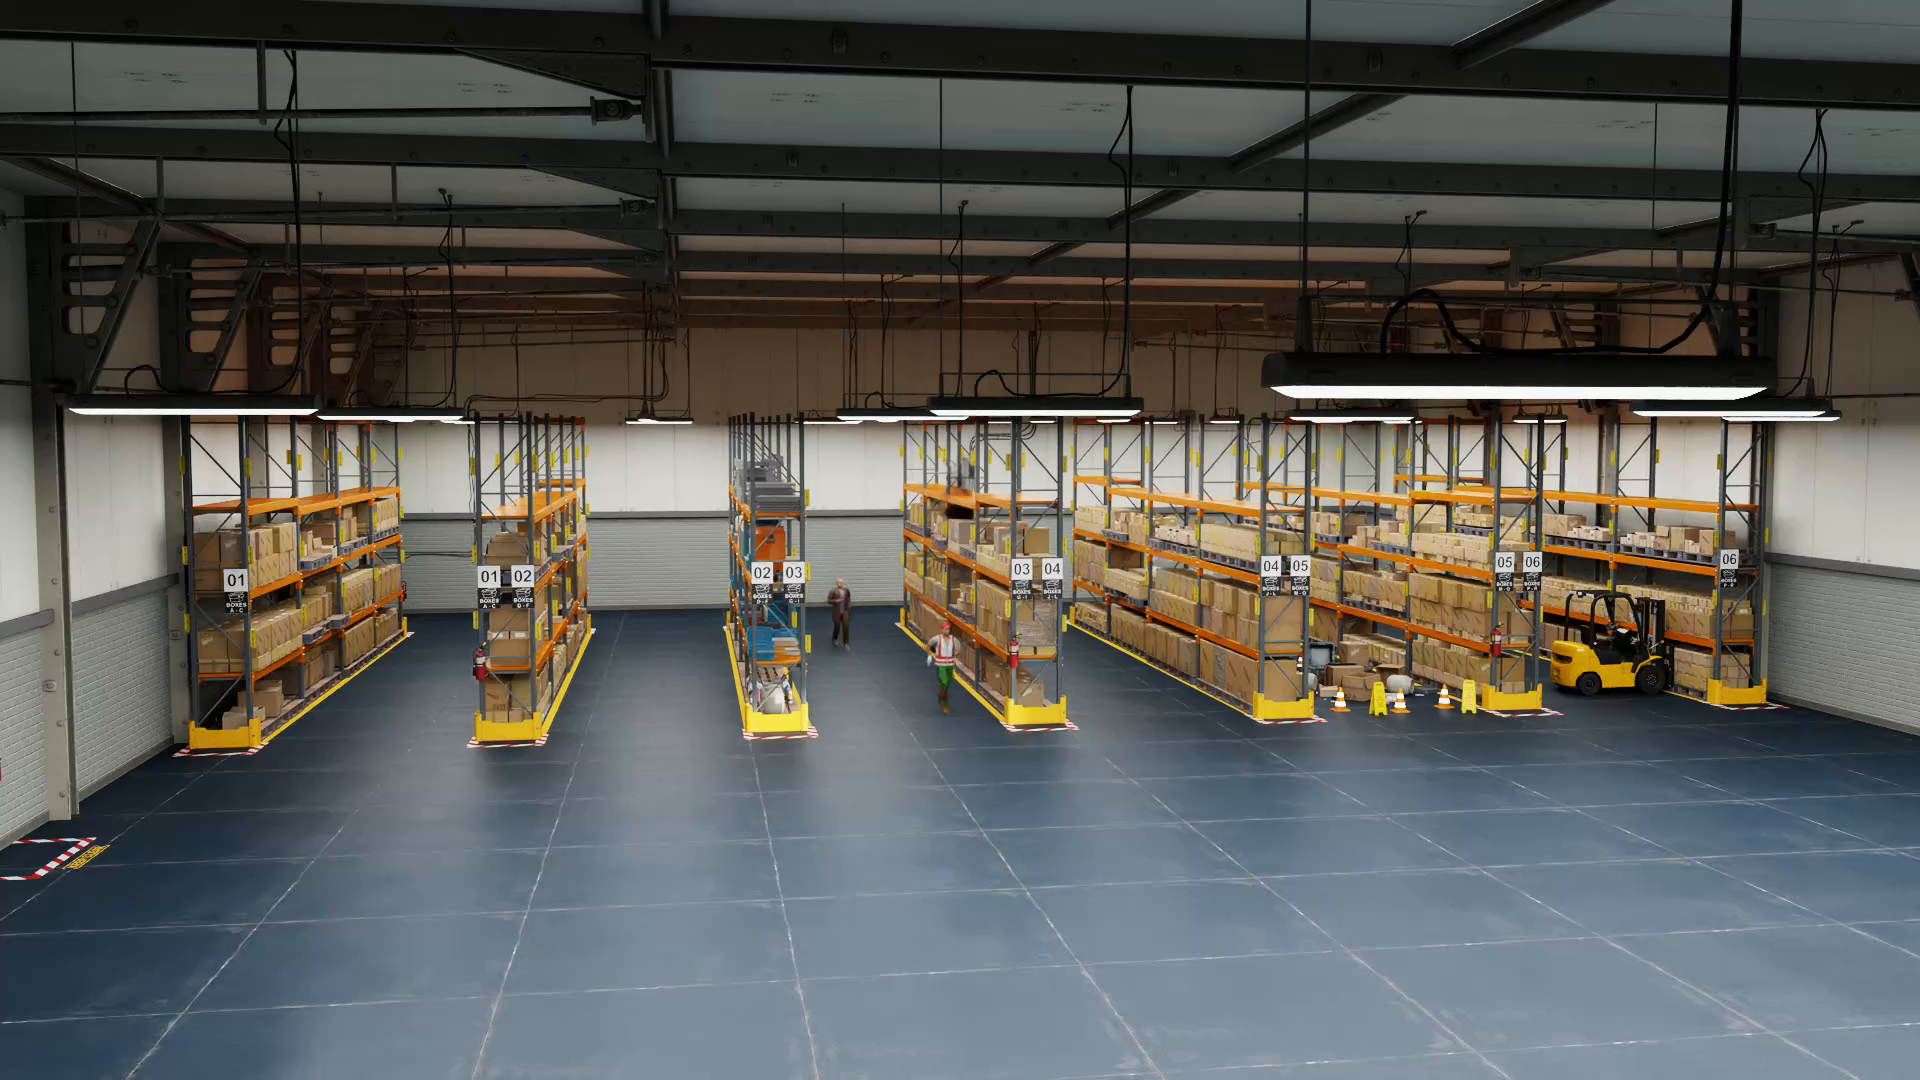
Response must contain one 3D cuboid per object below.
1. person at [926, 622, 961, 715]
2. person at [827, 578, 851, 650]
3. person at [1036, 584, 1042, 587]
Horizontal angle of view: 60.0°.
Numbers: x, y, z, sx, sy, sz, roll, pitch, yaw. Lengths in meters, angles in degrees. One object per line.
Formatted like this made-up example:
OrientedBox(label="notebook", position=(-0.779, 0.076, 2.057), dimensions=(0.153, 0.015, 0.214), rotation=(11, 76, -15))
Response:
OrientedBox(label="person", position=(-0.304, 2.554, 33.387), dimensions=(0.643, 1.844, 0.859), rotation=(-2, 4, -24))
OrientedBox(label="person", position=(-3.092, 1.935, 42.875), dimensions=(0.698, 1.716, 0.981), rotation=(-1, 4, -20))
OrientedBox(label="person", position=(2.134, 1.683, 47.930), dimensions=(0.577, 1.592, 0.544), rotation=(0, 4, -2))
